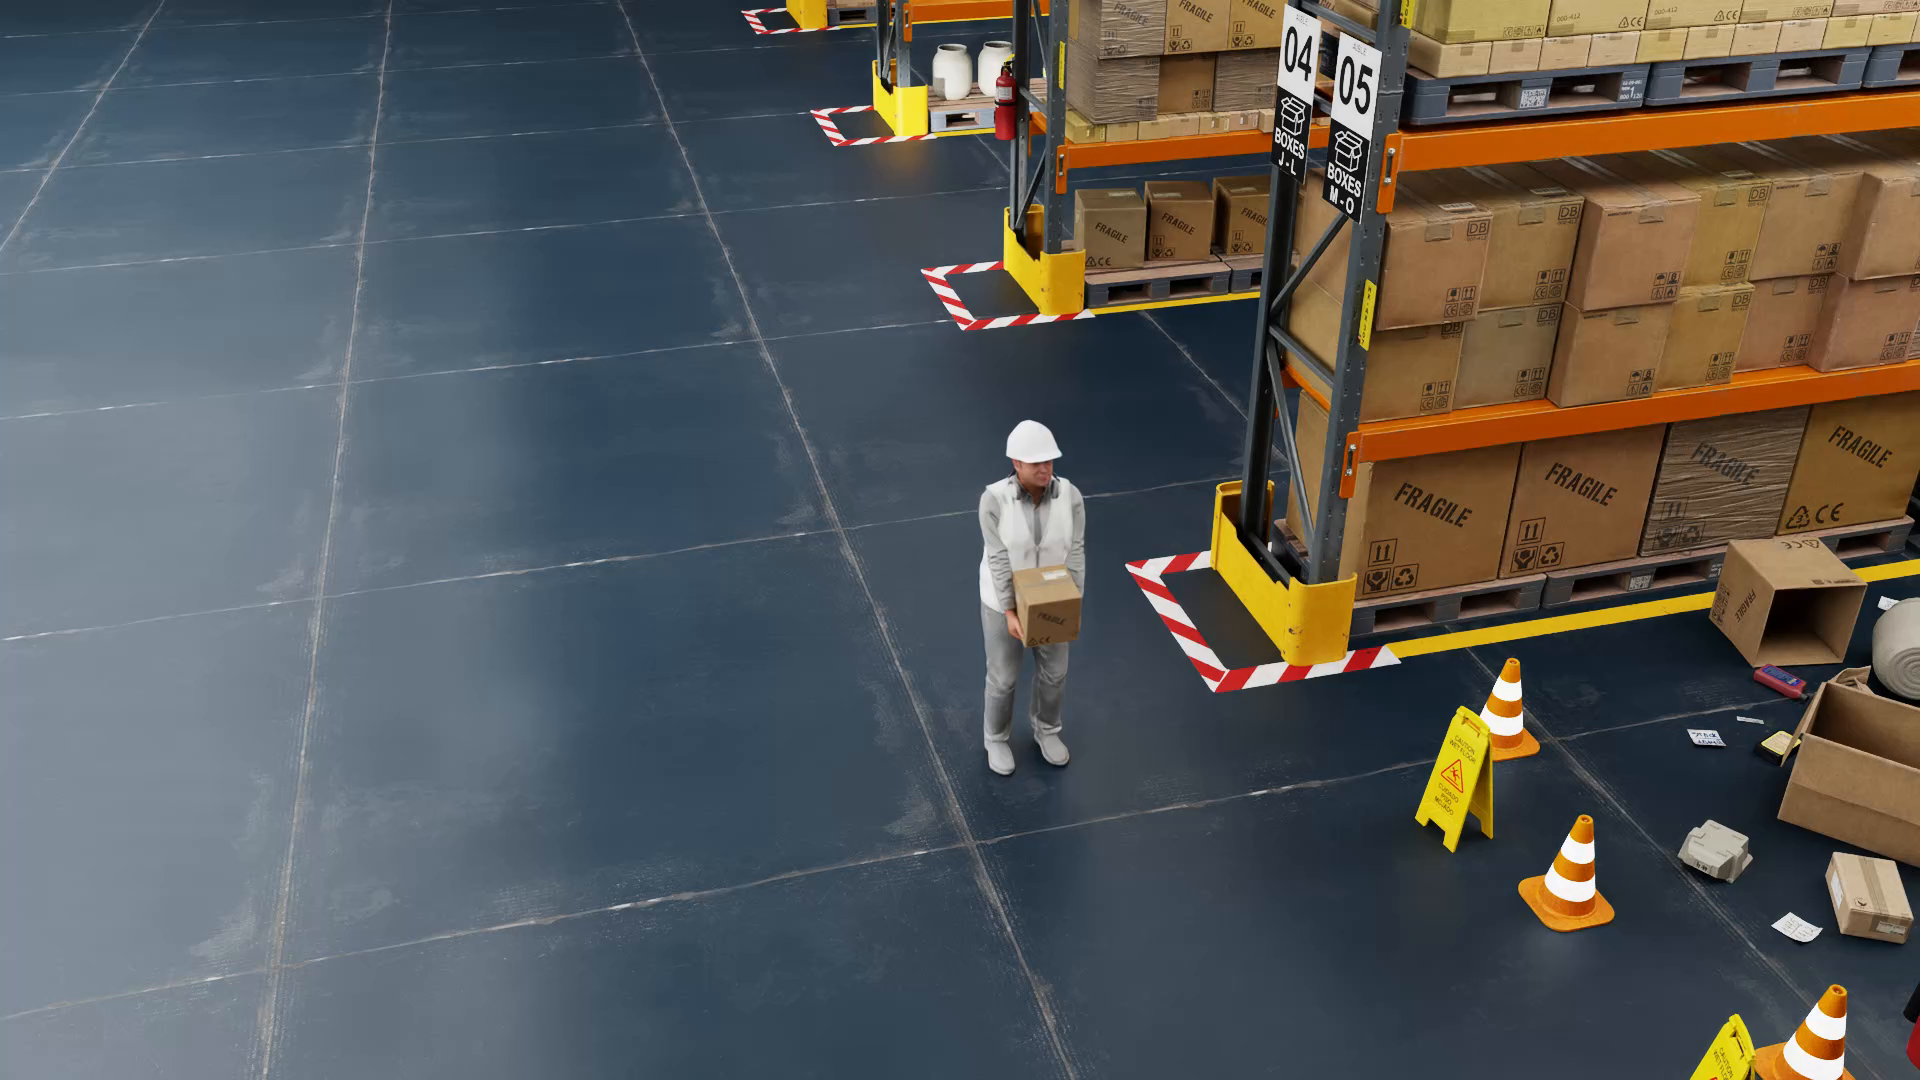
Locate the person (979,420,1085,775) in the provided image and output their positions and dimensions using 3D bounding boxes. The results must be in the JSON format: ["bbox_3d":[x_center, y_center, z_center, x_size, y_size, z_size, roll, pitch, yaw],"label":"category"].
[{"bbox_3d":[0.352,0.315,7.677,0.495,1.770,0.555,-8,31,-13],"label":"person"}]
